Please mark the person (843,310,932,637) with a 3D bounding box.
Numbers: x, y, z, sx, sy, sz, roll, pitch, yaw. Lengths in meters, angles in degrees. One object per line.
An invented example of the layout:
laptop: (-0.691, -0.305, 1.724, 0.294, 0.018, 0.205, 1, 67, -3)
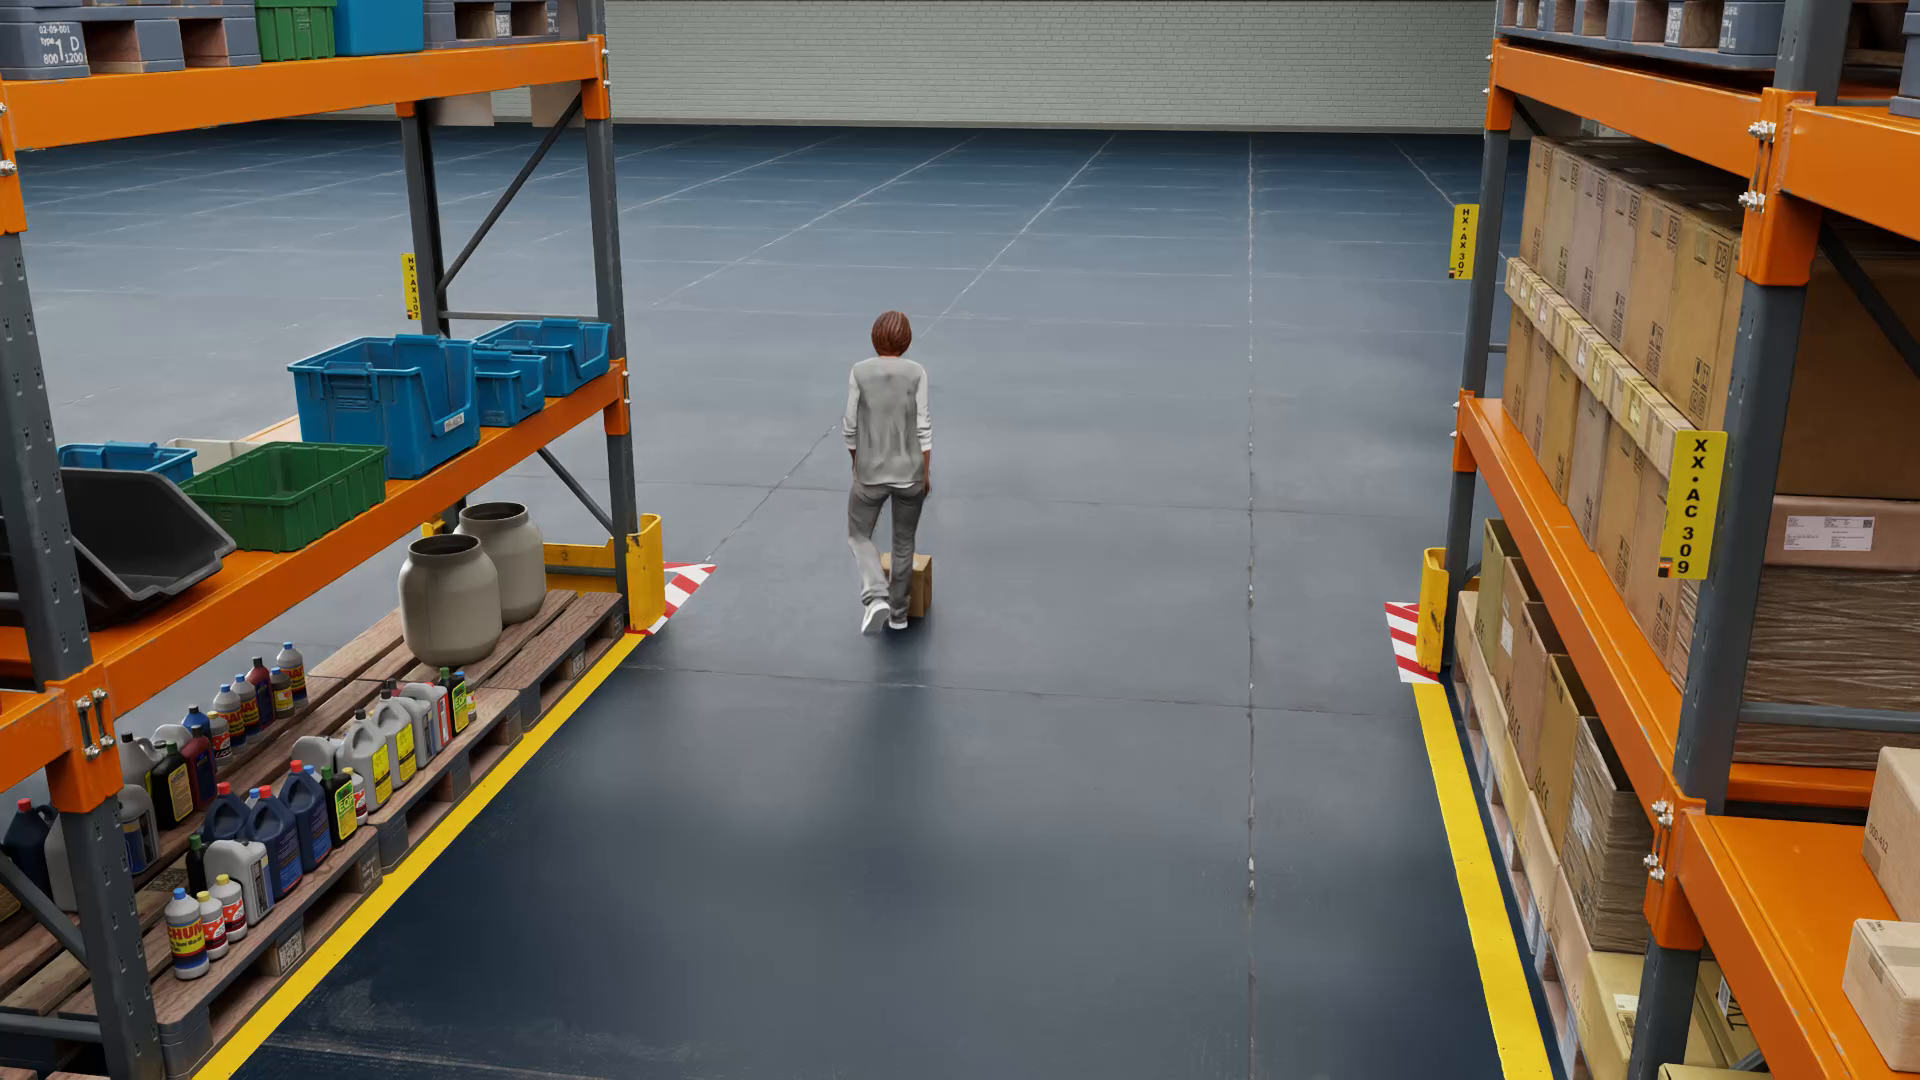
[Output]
person: (-0.340, -0.278, 7.903, 0.419, 1.573, 0.641, -2, 18, -5)
